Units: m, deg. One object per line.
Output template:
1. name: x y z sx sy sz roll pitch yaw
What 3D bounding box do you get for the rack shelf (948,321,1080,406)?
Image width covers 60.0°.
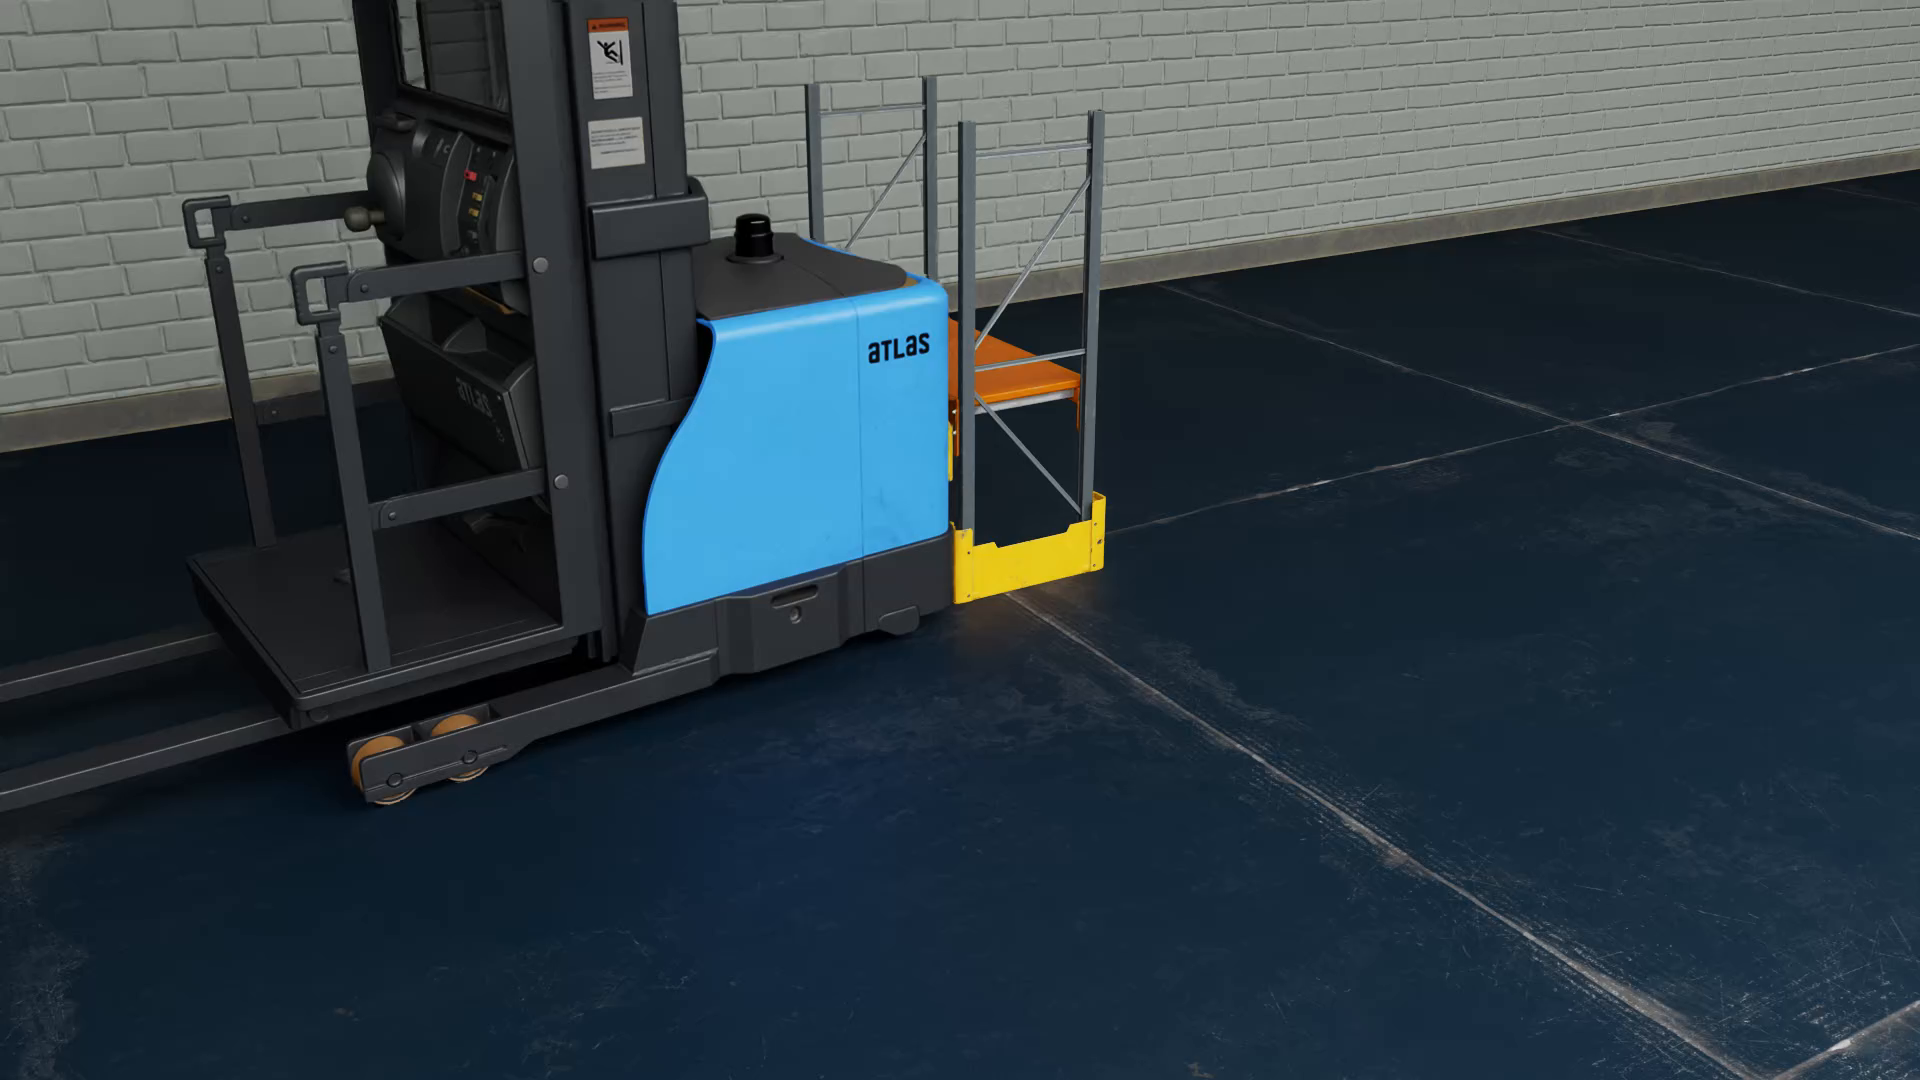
1. rack shelf: -0.044 -0.618 5.640 0.459 0.026 0.952 -13 25 -28

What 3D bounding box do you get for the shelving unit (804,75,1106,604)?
1. shelving unit: -0.039 -0.719 5.590 0.587 1.500 1.083 -13 25 -28

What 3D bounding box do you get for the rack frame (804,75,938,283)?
1. rack frame: -0.303 -0.887 6.002 0.500 1.500 0.032 -13 25 -28

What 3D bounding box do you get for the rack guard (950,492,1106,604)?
1. rack guard: 0.215 0.021 5.429 0.587 0.250 0.087 -13 25 -28

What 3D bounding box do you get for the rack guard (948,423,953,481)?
1. rack guard: -0.293 -0.302 6.222 0.587 0.250 0.087 -13 25 -28

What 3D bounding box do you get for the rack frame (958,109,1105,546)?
1. rack frame: 0.216 -0.558 5.192 0.500 1.500 0.032 -13 25 -28
